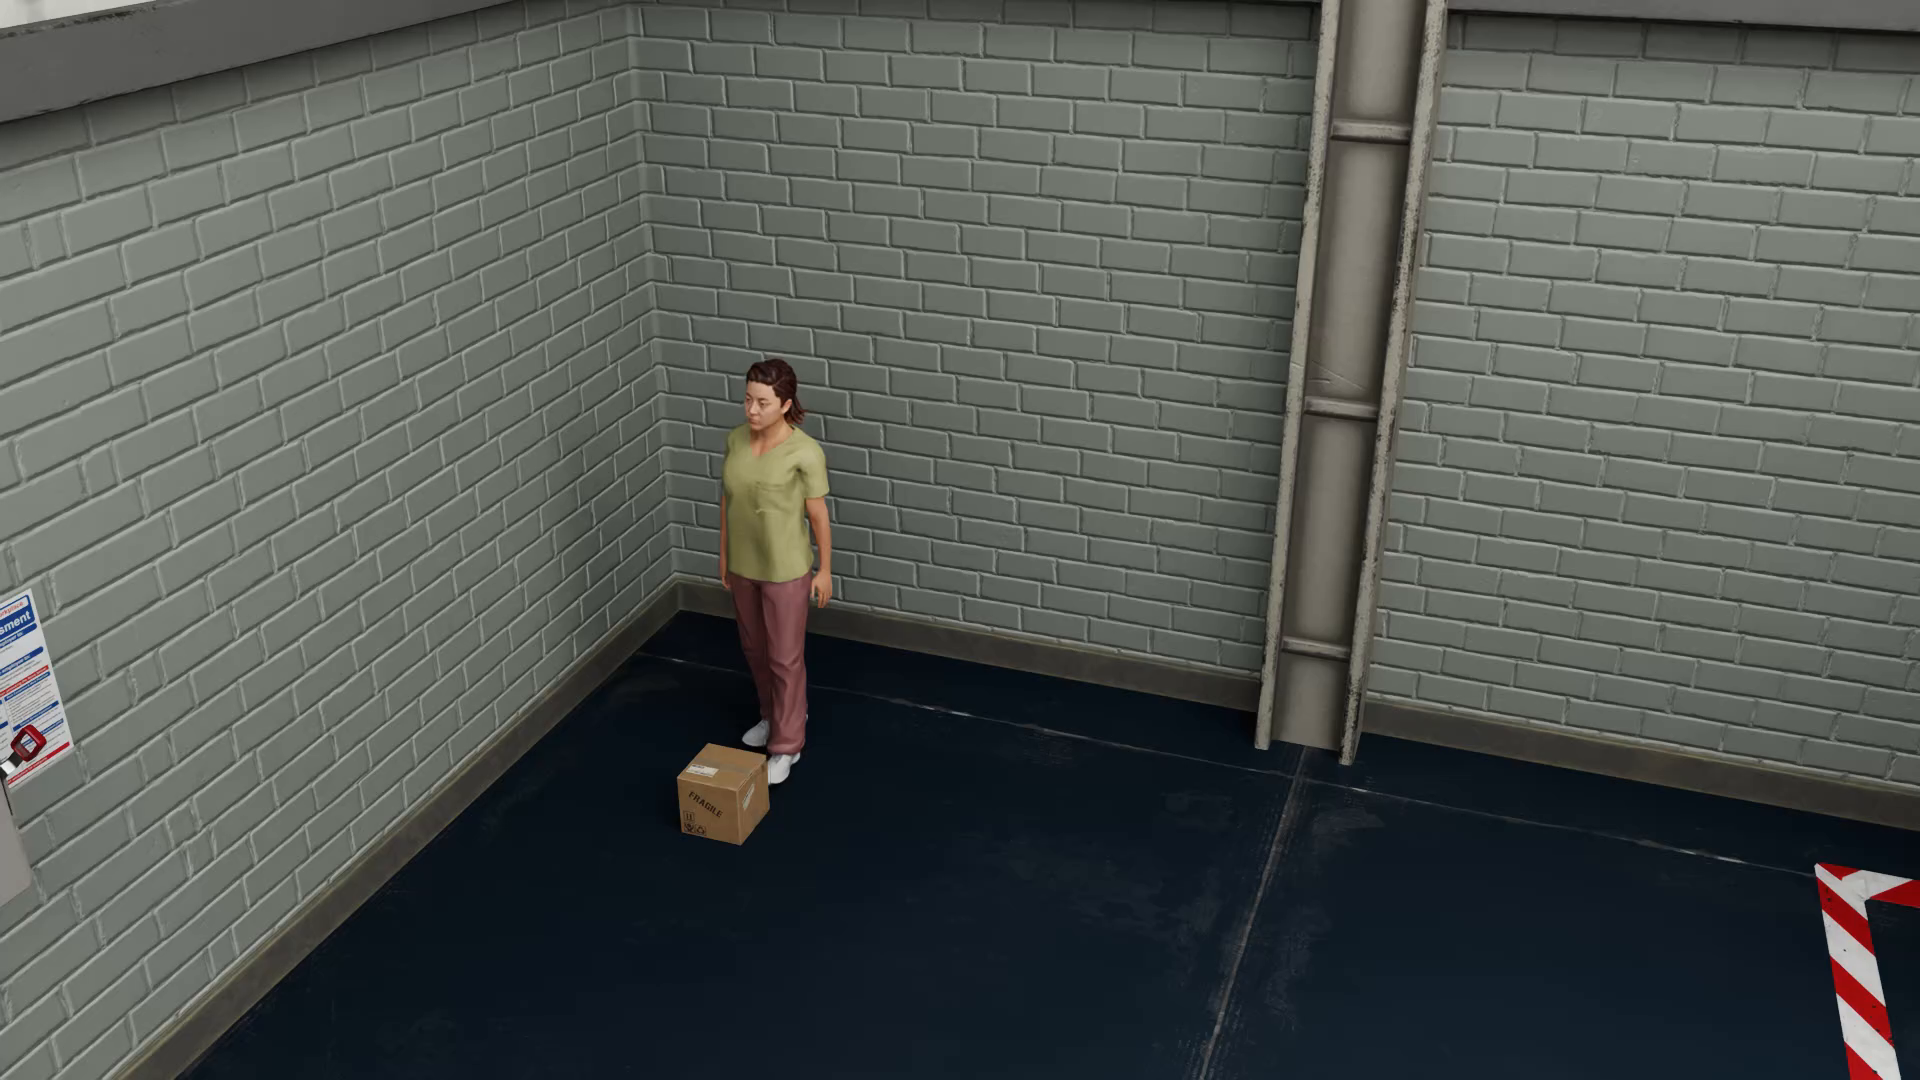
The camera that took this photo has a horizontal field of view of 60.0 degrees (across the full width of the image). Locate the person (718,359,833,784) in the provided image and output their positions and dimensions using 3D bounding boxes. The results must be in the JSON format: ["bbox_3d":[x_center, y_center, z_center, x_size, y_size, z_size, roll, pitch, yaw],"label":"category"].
[{"bbox_3d":[-0.733,0.112,6.365,0.462,1.673,0.505,14,29,26],"label":"person"}]
